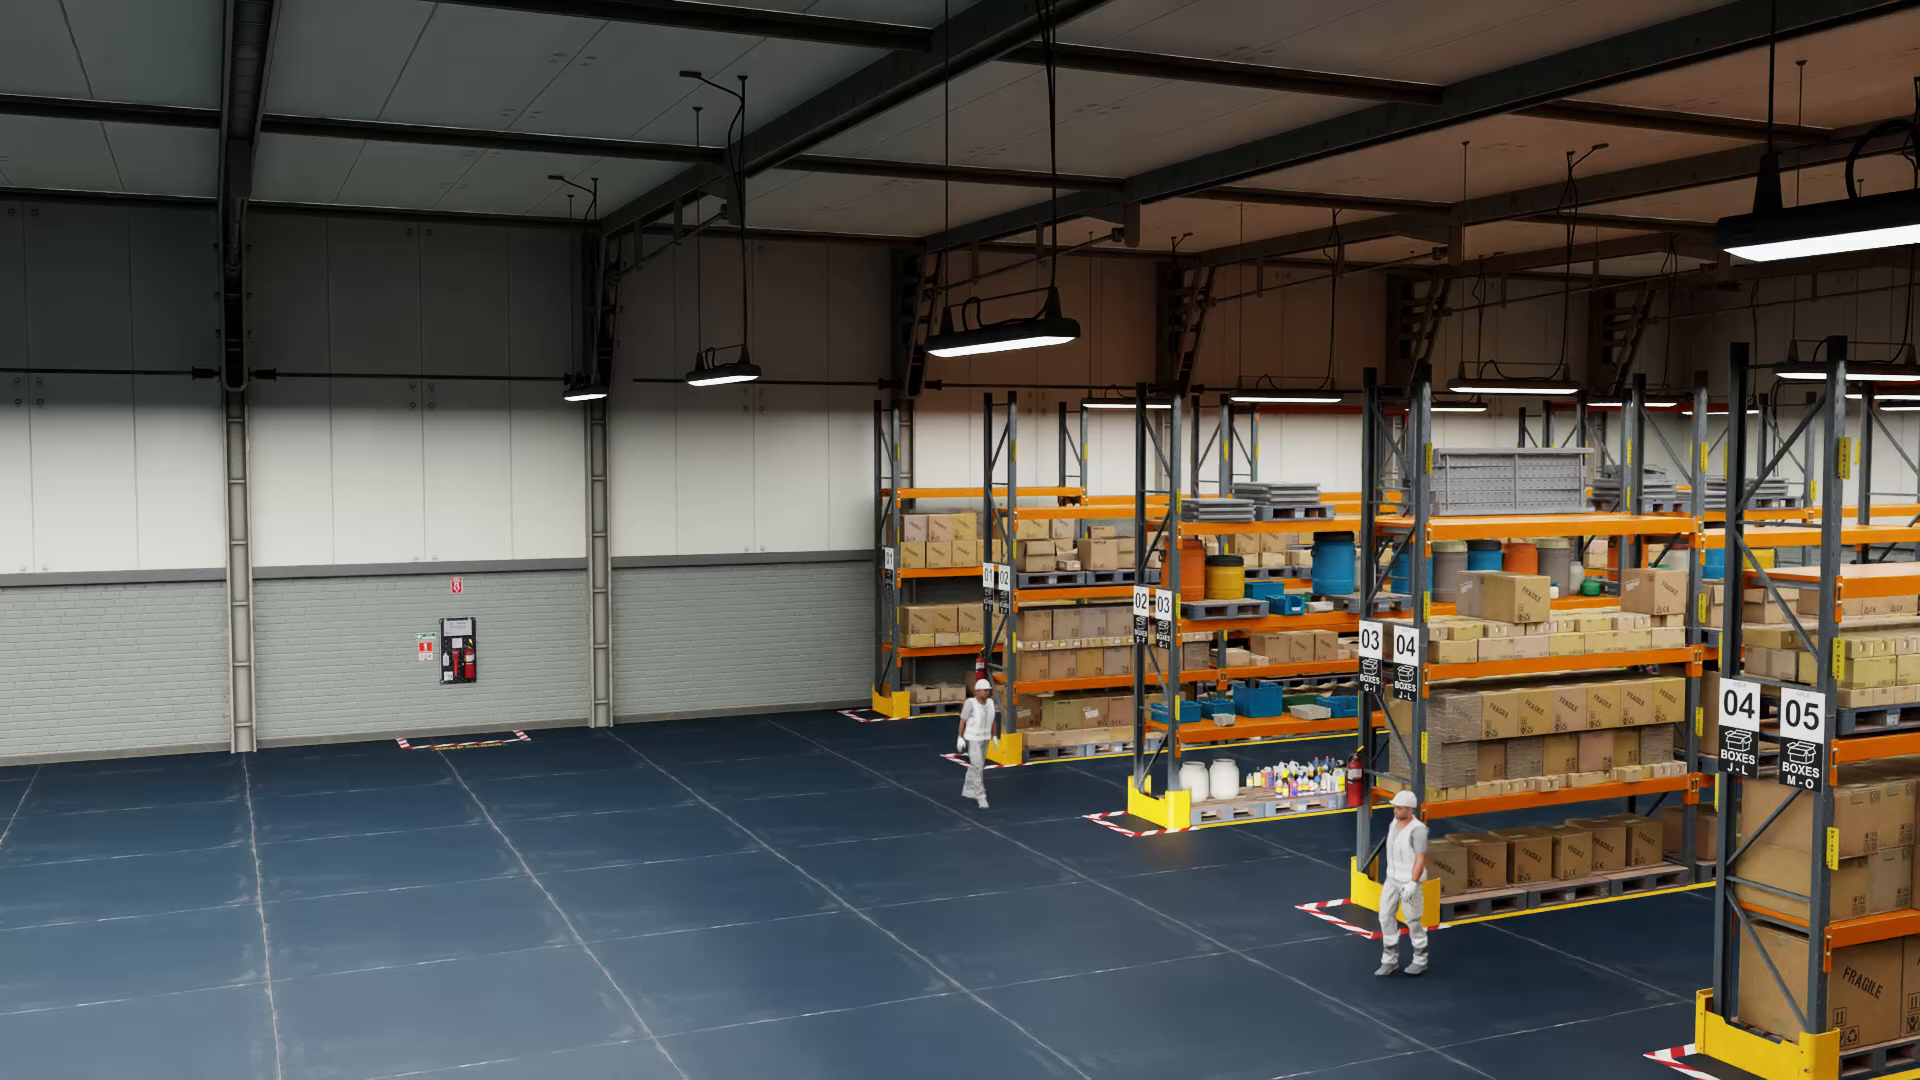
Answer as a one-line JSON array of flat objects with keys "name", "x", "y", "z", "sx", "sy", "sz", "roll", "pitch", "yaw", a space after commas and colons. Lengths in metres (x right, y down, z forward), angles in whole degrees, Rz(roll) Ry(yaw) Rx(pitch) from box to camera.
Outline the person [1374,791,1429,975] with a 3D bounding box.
[{"name": "person", "x": 4.311, "y": 3.351, "z": 16.133, "sx": 0.528, "sy": 1.850, "sz": 0.590, "roll": -1, "pitch": 4, "yaw": -23}]

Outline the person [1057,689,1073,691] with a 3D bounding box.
[{"name": "person", "x": 1.761, "y": 2.556, "z": 29.798, "sx": 1.074, "sy": 1.709, "sz": 0.576, "roll": -1, "pitch": 4, "yaw": -20}]

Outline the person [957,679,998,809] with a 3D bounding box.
[{"name": "person", "x": 0.292, "y": 2.892, "z": 23.922, "sx": 0.585, "sy": 1.784, "sz": 0.765, "roll": -3, "pitch": 5, "yaw": -44}]
